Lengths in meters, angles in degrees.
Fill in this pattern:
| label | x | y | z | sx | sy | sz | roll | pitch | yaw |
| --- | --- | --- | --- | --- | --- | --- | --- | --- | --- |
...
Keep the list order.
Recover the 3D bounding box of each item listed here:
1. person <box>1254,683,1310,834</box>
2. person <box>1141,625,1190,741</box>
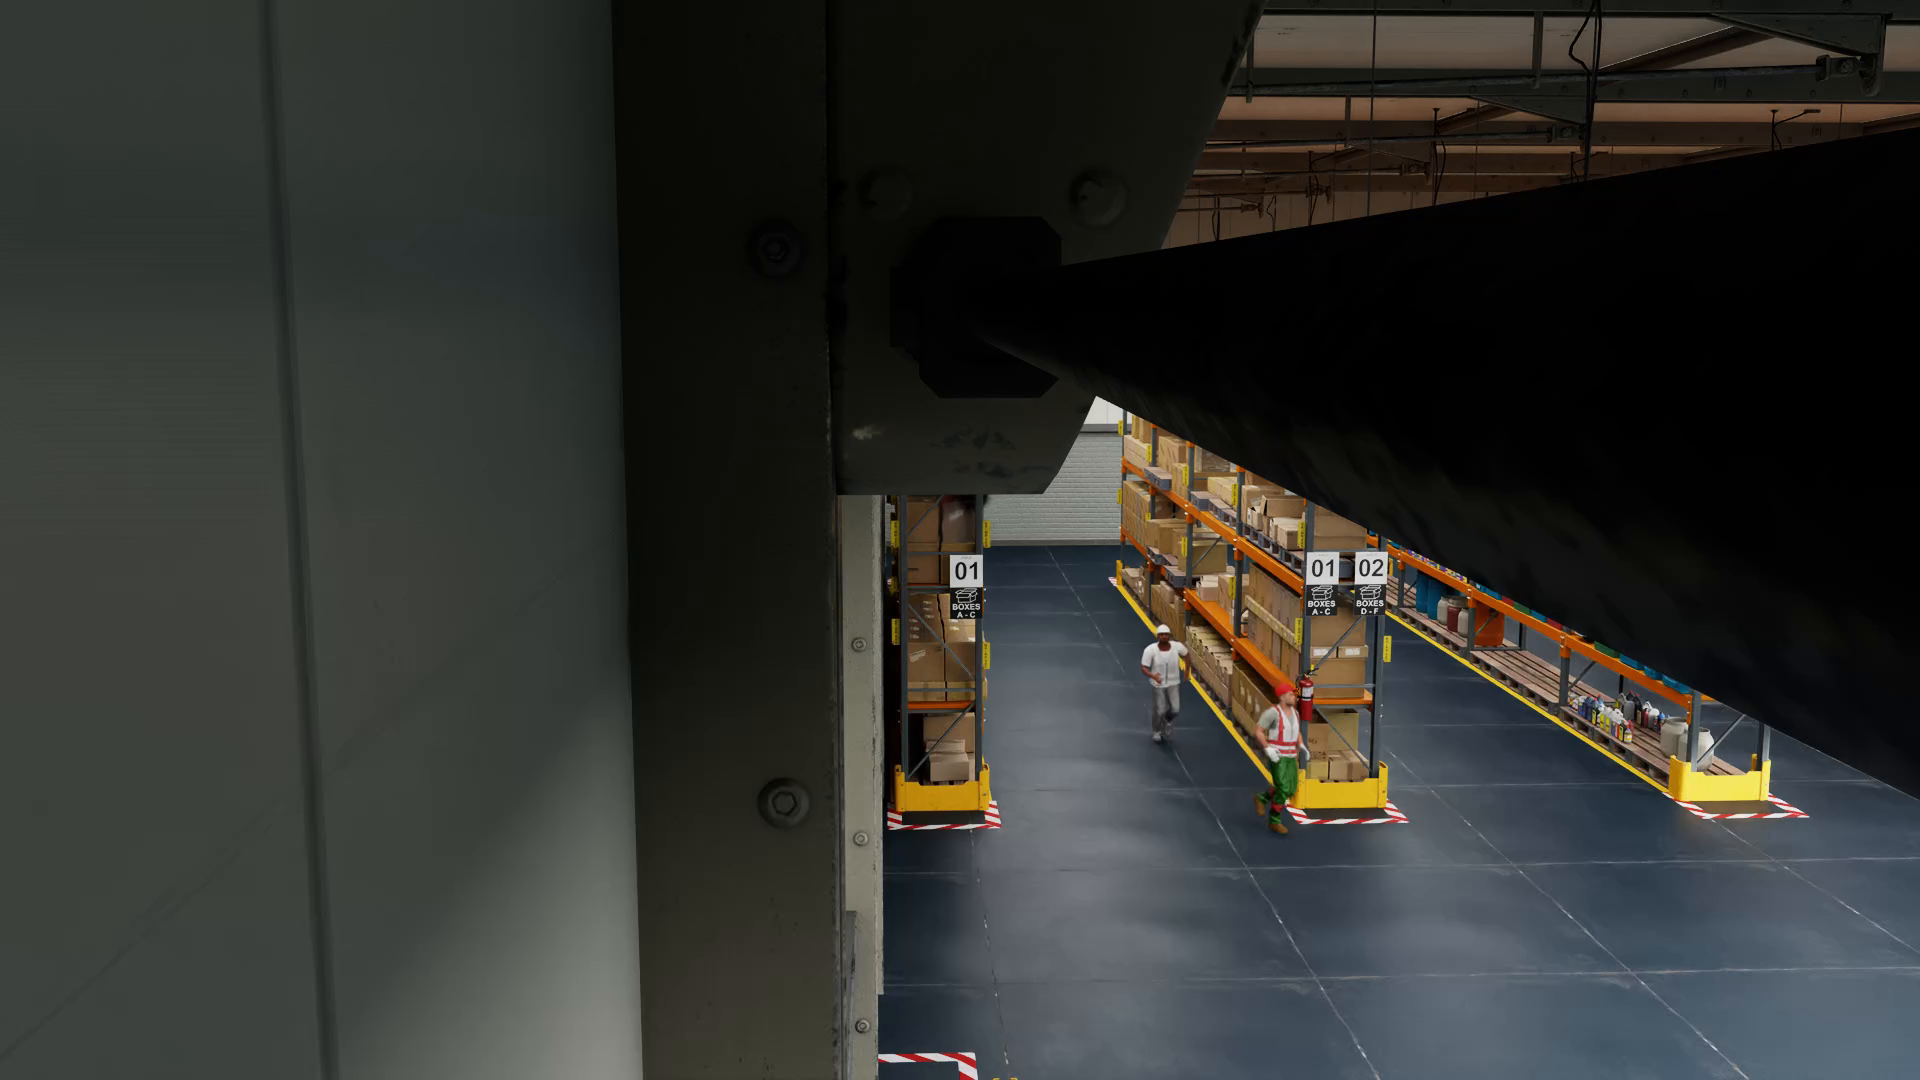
| label | x | y | z | sx | sy | sz | roll | pitch | yaw |
| --- | --- | --- | --- | --- | --- | --- | --- | --- | --- |
| person | 3.804 | 2.568 | 19.846 | 0.715 | 1.741 | 0.601 | -7 | 11 | -38 |
| person | 2.906 | 2.032 | 23.406 | 0.726 | 1.714 | 0.743 | 0 | 8 | -1 |
